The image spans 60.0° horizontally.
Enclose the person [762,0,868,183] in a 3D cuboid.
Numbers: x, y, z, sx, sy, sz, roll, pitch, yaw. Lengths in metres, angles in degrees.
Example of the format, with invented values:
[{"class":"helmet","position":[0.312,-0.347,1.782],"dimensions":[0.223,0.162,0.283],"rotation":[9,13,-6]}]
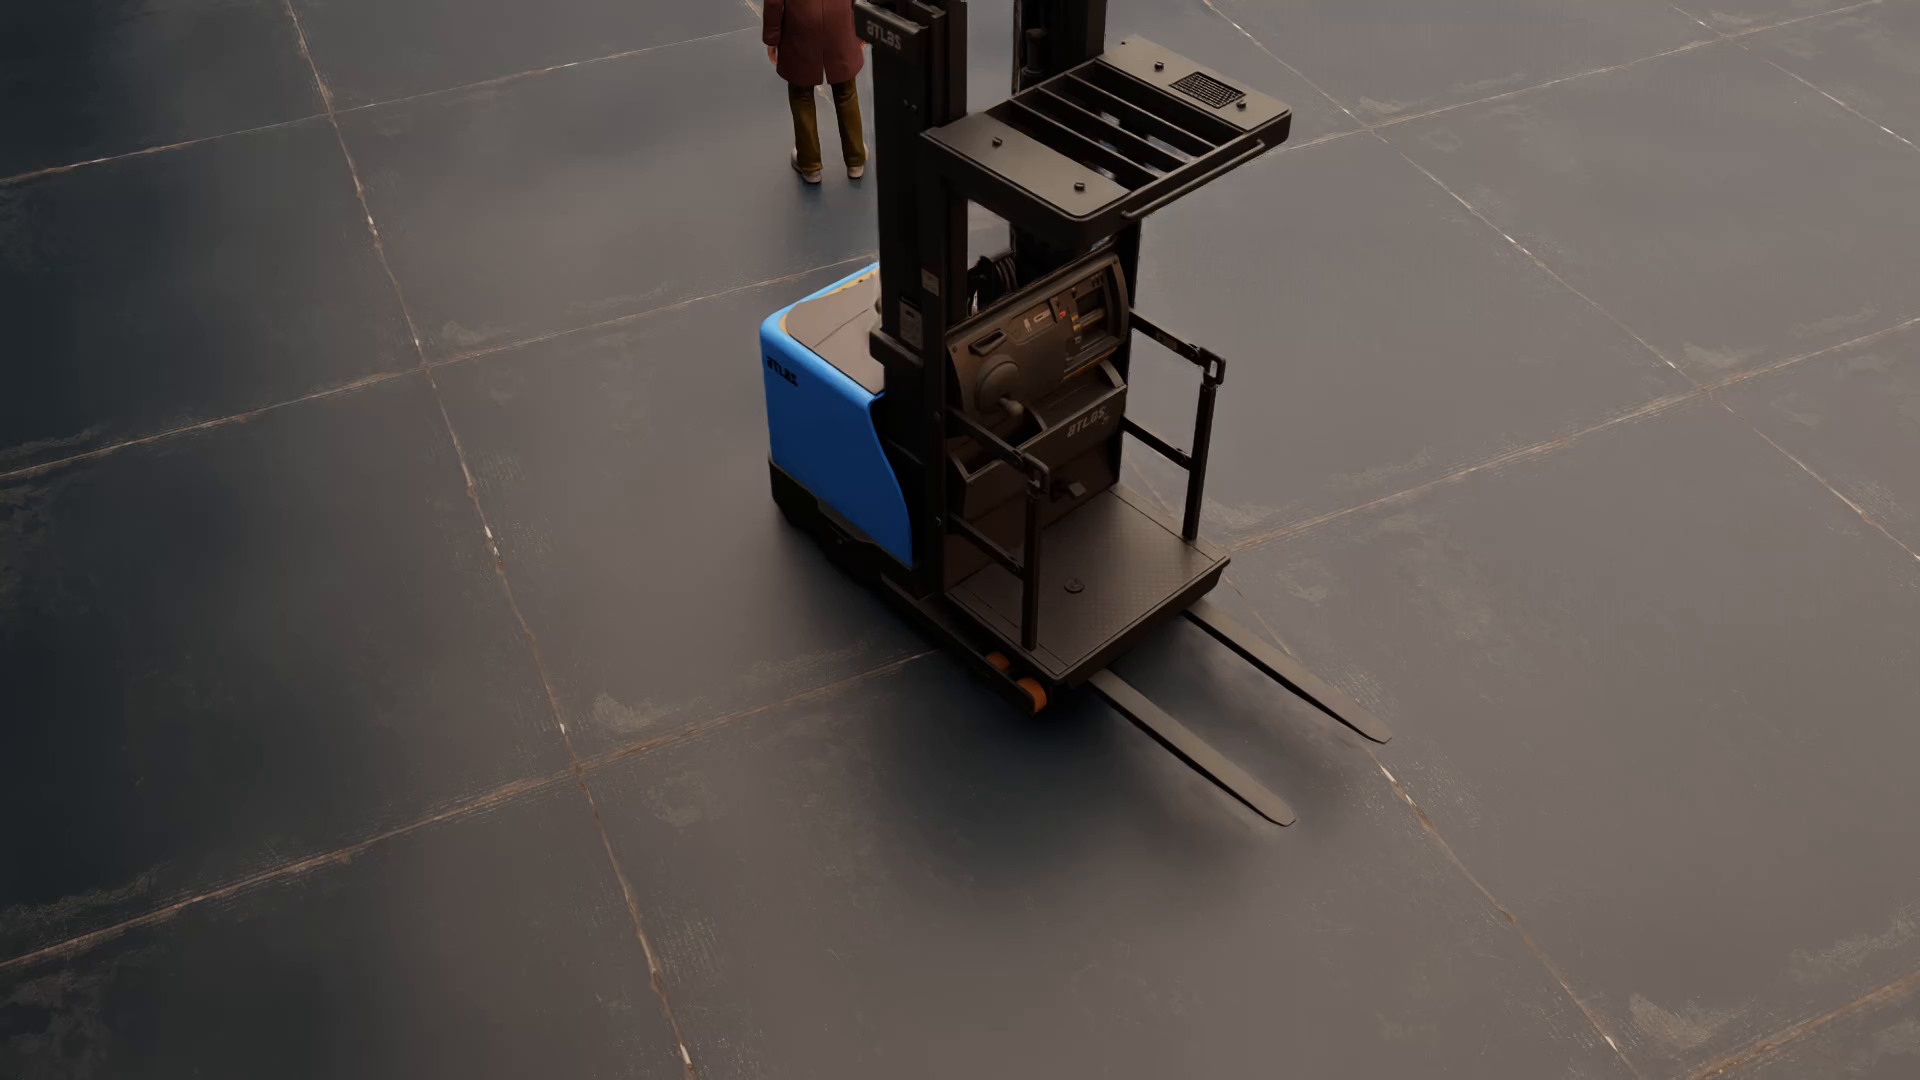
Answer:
[{"class":"person","position":[-0.833,-2.864,9.741],"dimensions":[0.645,1.576,0.436],"rotation":[-11,44,-11]}]

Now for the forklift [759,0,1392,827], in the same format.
[{"class":"forklift","position":[0.465,-0.730,6.462],"dimensions":[1.130,2.935,3.031],"rotation":[-32,52,-30]}]
